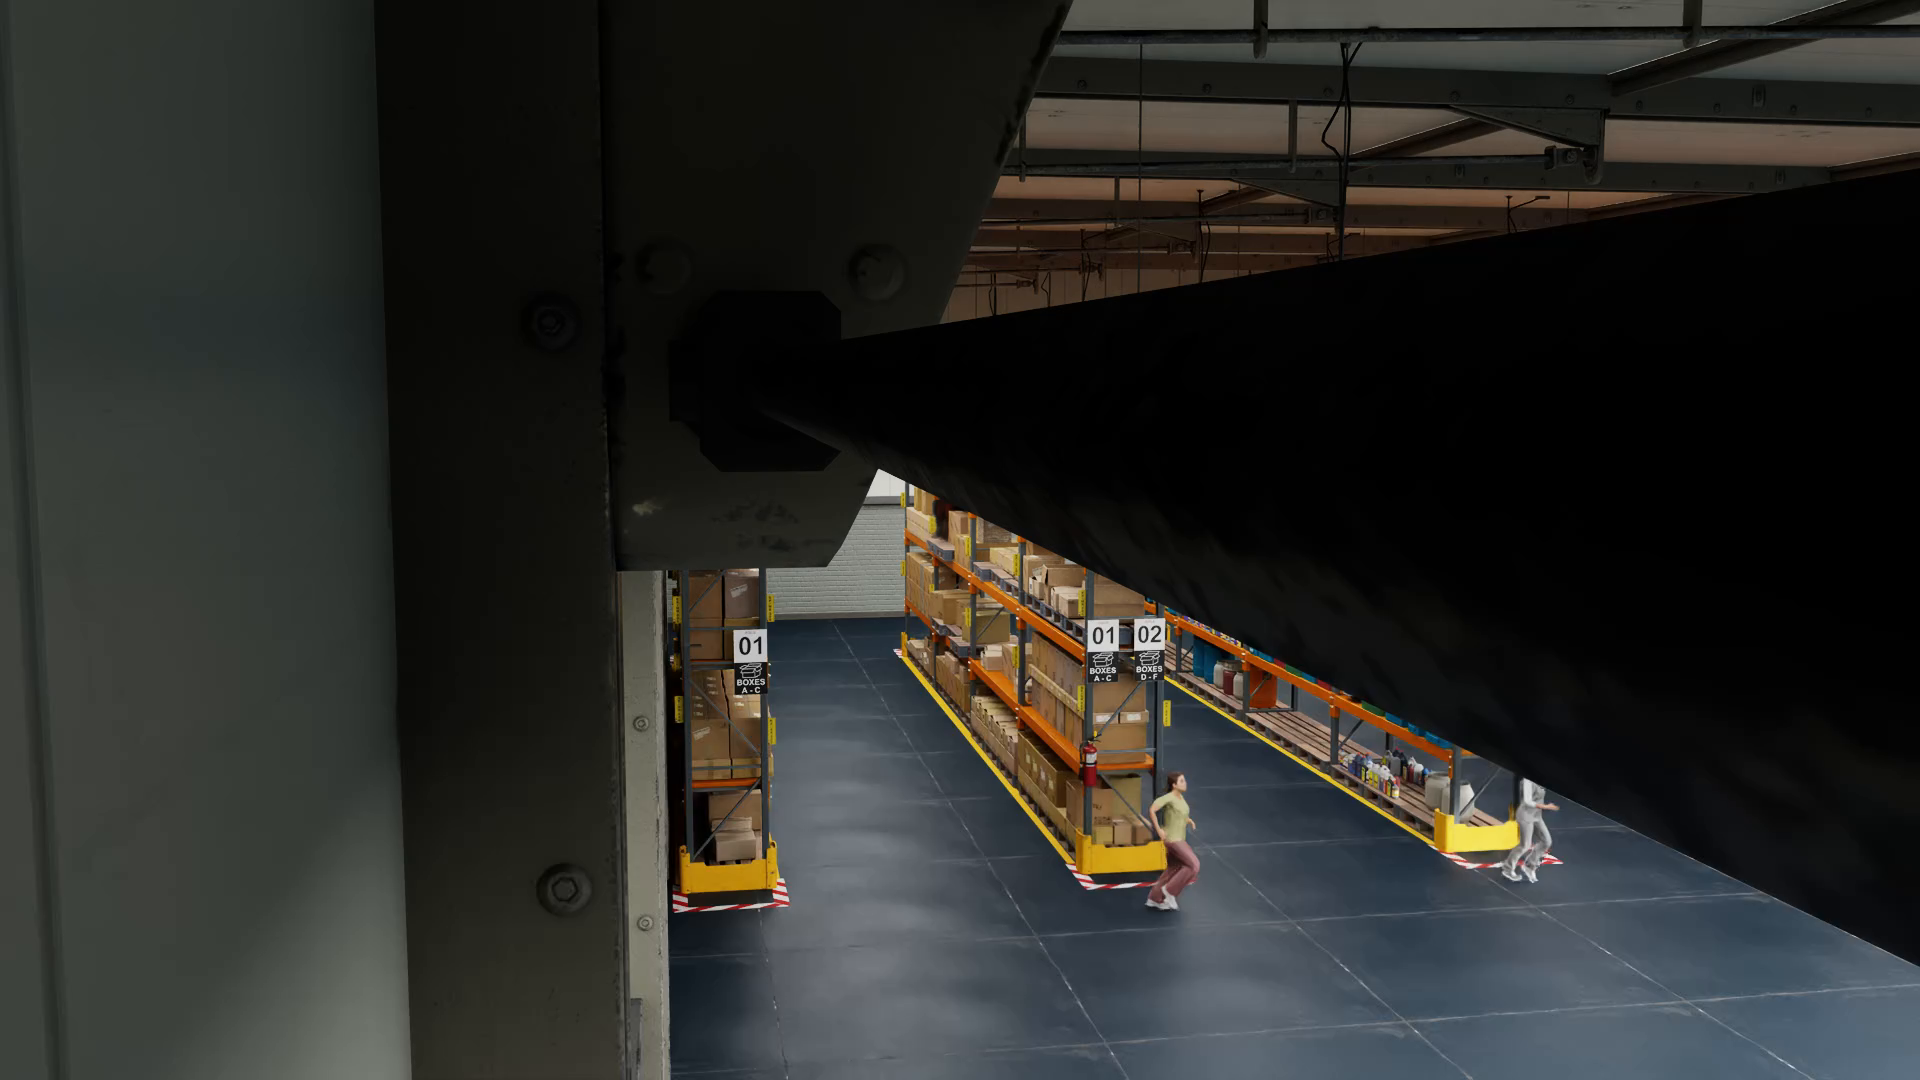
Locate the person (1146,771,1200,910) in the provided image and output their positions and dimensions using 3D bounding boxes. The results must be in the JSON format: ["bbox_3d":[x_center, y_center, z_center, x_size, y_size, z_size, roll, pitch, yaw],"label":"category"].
[{"bbox_3d":[2.507,3.500,19.384,0.637,1.617,0.578,2,6,21],"label":"person"}]

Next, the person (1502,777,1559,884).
[{"bbox_3d":[7.010,3.438,20.379,0.666,1.622,0.569,4,7,35],"label":"person"}]
